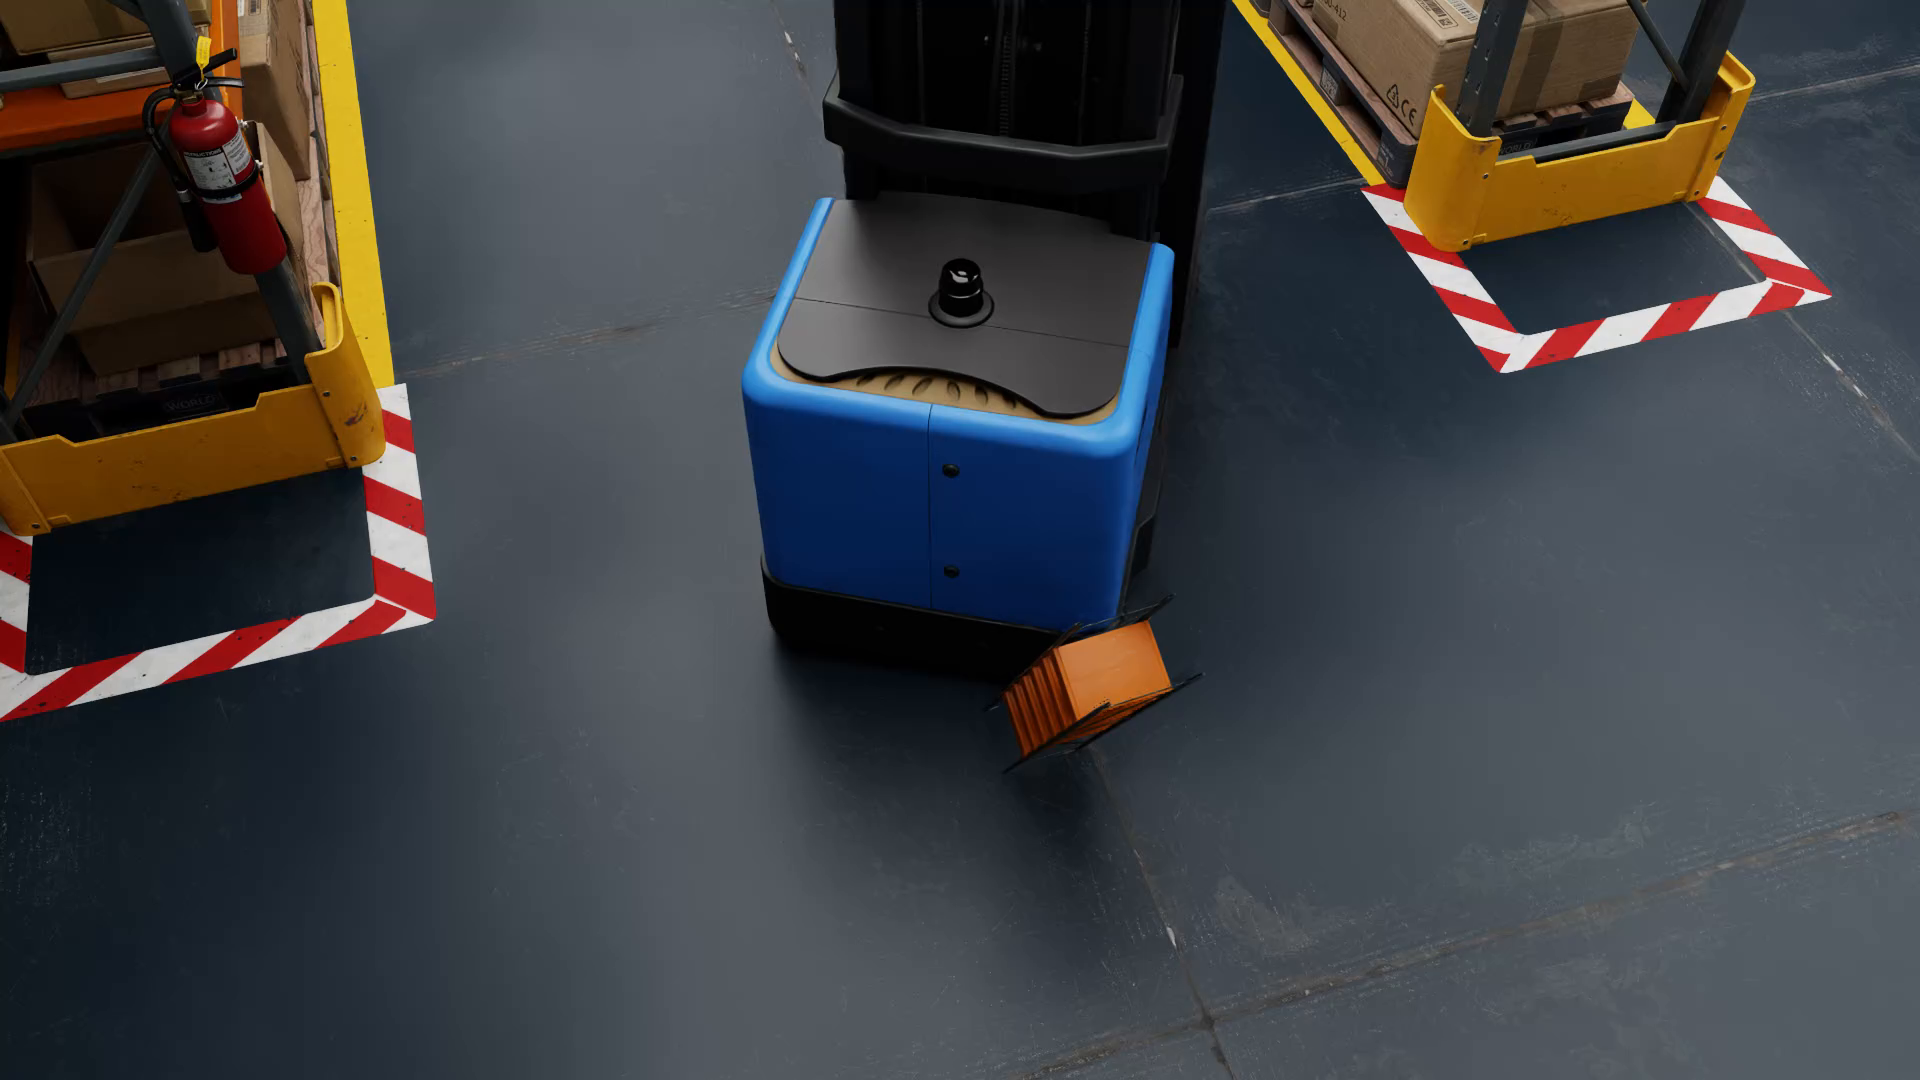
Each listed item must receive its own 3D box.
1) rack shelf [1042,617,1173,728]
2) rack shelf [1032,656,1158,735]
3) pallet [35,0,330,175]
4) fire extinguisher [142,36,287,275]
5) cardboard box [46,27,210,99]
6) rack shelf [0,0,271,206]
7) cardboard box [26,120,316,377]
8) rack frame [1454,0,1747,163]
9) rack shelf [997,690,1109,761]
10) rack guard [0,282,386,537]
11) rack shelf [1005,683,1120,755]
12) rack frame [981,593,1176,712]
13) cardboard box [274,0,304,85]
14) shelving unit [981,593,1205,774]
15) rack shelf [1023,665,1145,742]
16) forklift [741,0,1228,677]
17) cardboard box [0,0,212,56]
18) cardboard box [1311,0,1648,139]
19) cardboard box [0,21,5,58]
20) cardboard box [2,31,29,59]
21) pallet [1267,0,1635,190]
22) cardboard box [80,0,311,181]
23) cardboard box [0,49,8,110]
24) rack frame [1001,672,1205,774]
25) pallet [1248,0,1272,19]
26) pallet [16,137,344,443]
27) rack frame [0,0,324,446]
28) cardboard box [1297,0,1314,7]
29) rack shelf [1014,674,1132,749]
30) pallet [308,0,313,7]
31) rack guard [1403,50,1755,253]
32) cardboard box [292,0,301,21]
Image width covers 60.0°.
[{"bbox_3d":[0.344,0.308,3.862,0.258,0.103,0.180,-16,78,-13],"label":"rack shelf"},{"bbox_3d":[0.326,0.338,3.977,0.258,0.103,0.180,-16,78,-13],"label":"rack shelf"},{"bbox_3d":[-3.088,-1.794,6.625,1.003,0.211,1.213,-13,51,-11],"label":"pallet"},{"bbox_3d":[-1.987,-1.018,4.441,0.296,0.674,0.183,-13,51,-11],"label":"fire extinguisher"},{"bbox_3d":[-2.307,-1.388,4.622,0.380,0.149,0.250,-14,51,-11],"label":"cardboard box"},{"bbox_3d":[-3.063,-2.395,5.778,1.077,0.370,4.000,-13,51,-11],"label":"rack shelf"},{"bbox_3d":[-2.562,-0.965,5.460,0.797,0.503,0.637,-15,52,-12],"label":"cardboard box"},{"bbox_3d":[2.269,-2.291,5.220,1.000,3.000,0.127,-13,51,-11],"label":"rack frame"},{"bbox_3d":[0.251,0.460,4.435,0.258,0.103,0.180,-16,78,-13],"label":"rack shelf"},{"bbox_3d":[-2.494,-0.416,5.274,1.175,0.500,0.348,-13,51,-11],"label":"rack guard"},{"bbox_3d":[0.269,0.430,4.320,0.258,0.103,0.180,-16,78,-13],"label":"rack shelf"},{"bbox_3d":[0.267,0.303,4.181,0.240,1.200,0.006,-16,78,-13],"label":"rack frame"},{"bbox_3d":[-2.838,-2.006,6.339,0.500,0.500,0.500,-12,51,-10],"label":"cardboard box"},{"bbox_3d":[0.295,0.388,4.163,0.258,1.200,0.189,-16,78,-13],"label":"shelving unit"},{"bbox_3d":[0.307,0.369,4.091,0.258,0.103,0.180,-16,78,-13],"label":"rack shelf"},{"bbox_3d":[0.240,-1.672,4.742,1.130,2.935,3.031,9,51,8],"label":"forklift"},{"bbox_3d":[-2.348,-1.606,4.546,0.500,0.250,0.500,-13,51,-11],"label":"cardboard box"},{"bbox_3d":[1.978,-2.060,6.426,0.875,0.438,0.875,-15,51,-12],"label":"cardboard box"},{"bbox_3d":[-2.861,-1.490,4.448,0.500,0.250,0.500,-12,51,-10],"label":"cardboard box"},{"bbox_3d":[-2.842,-1.466,4.688,0.380,0.149,0.250,-12,51,-10],"label":"cardboard box"},{"bbox_3d":[1.958,-1.959,6.763,1.003,0.211,1.213,-13,51,-11],"label":"pallet"},{"bbox_3d":[-2.778,-1.597,5.995,0.700,0.500,0.500,-11,51,-9],"label":"cardboard box"},{"bbox_3d":[-2.826,-1.267,4.520,0.380,0.149,0.250,-14,51,-11],"label":"cardboard box"},{"bbox_3d":[0.323,0.473,4.145,0.240,1.200,0.006,-16,78,-13],"label":"rack frame"},{"bbox_3d":[1.601,-2.848,7.513,1.003,0.211,1.213,-13,51,-11],"label":"pallet"},{"bbox_3d":[-2.731,-0.905,5.875,1.003,0.211,1.213,-13,51,-11],"label":"pallet"},{"bbox_3d":[-2.472,-1.166,4.271,1.000,3.000,0.127,-13,51,-11],"label":"rack frame"},{"bbox_3d":[1.700,-2.727,6.988,0.875,0.438,0.875,-12,51,-10],"label":"cardboard box"},{"bbox_3d":[0.288,0.399,4.206,0.258,0.103,0.180,-16,78,-13],"label":"rack shelf"},{"bbox_3d":[-3.452,-2.687,7.377,1.003,0.211,1.213,-13,51,-11],"label":"pallet"},{"bbox_3d":[2.276,-1.468,6.161,1.175,0.500,0.348,-13,51,-11],"label":"rack guard"},{"bbox_3d":[-3.085,-2.355,6.634,0.700,0.500,0.500,-15,52,-12],"label":"cardboard box"}]
